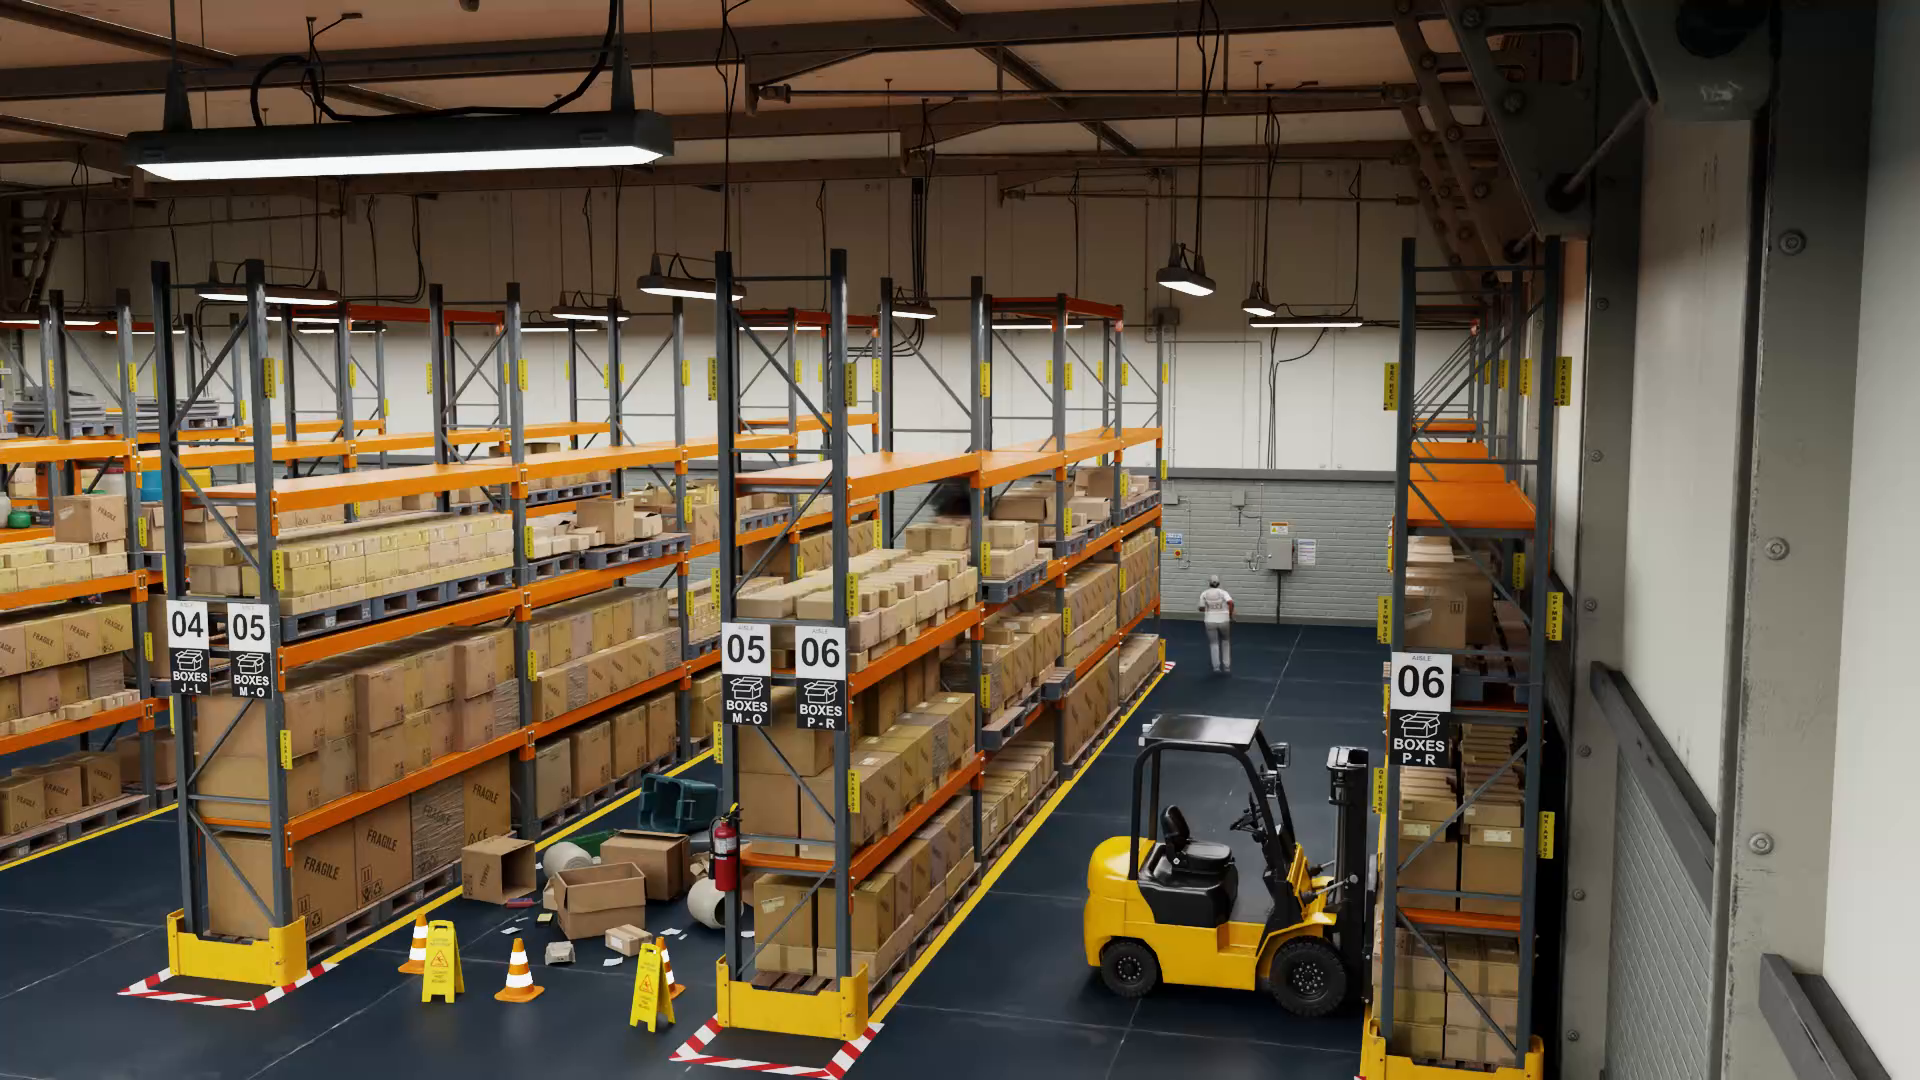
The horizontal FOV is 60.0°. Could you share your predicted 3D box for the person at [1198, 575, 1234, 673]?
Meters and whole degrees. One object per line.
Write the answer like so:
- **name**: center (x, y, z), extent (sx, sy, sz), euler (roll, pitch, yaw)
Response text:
- **person**: center (4.263, 1.436, 27.724), extent (0.601, 1.708, 0.748), euler (1, 6, 9)
